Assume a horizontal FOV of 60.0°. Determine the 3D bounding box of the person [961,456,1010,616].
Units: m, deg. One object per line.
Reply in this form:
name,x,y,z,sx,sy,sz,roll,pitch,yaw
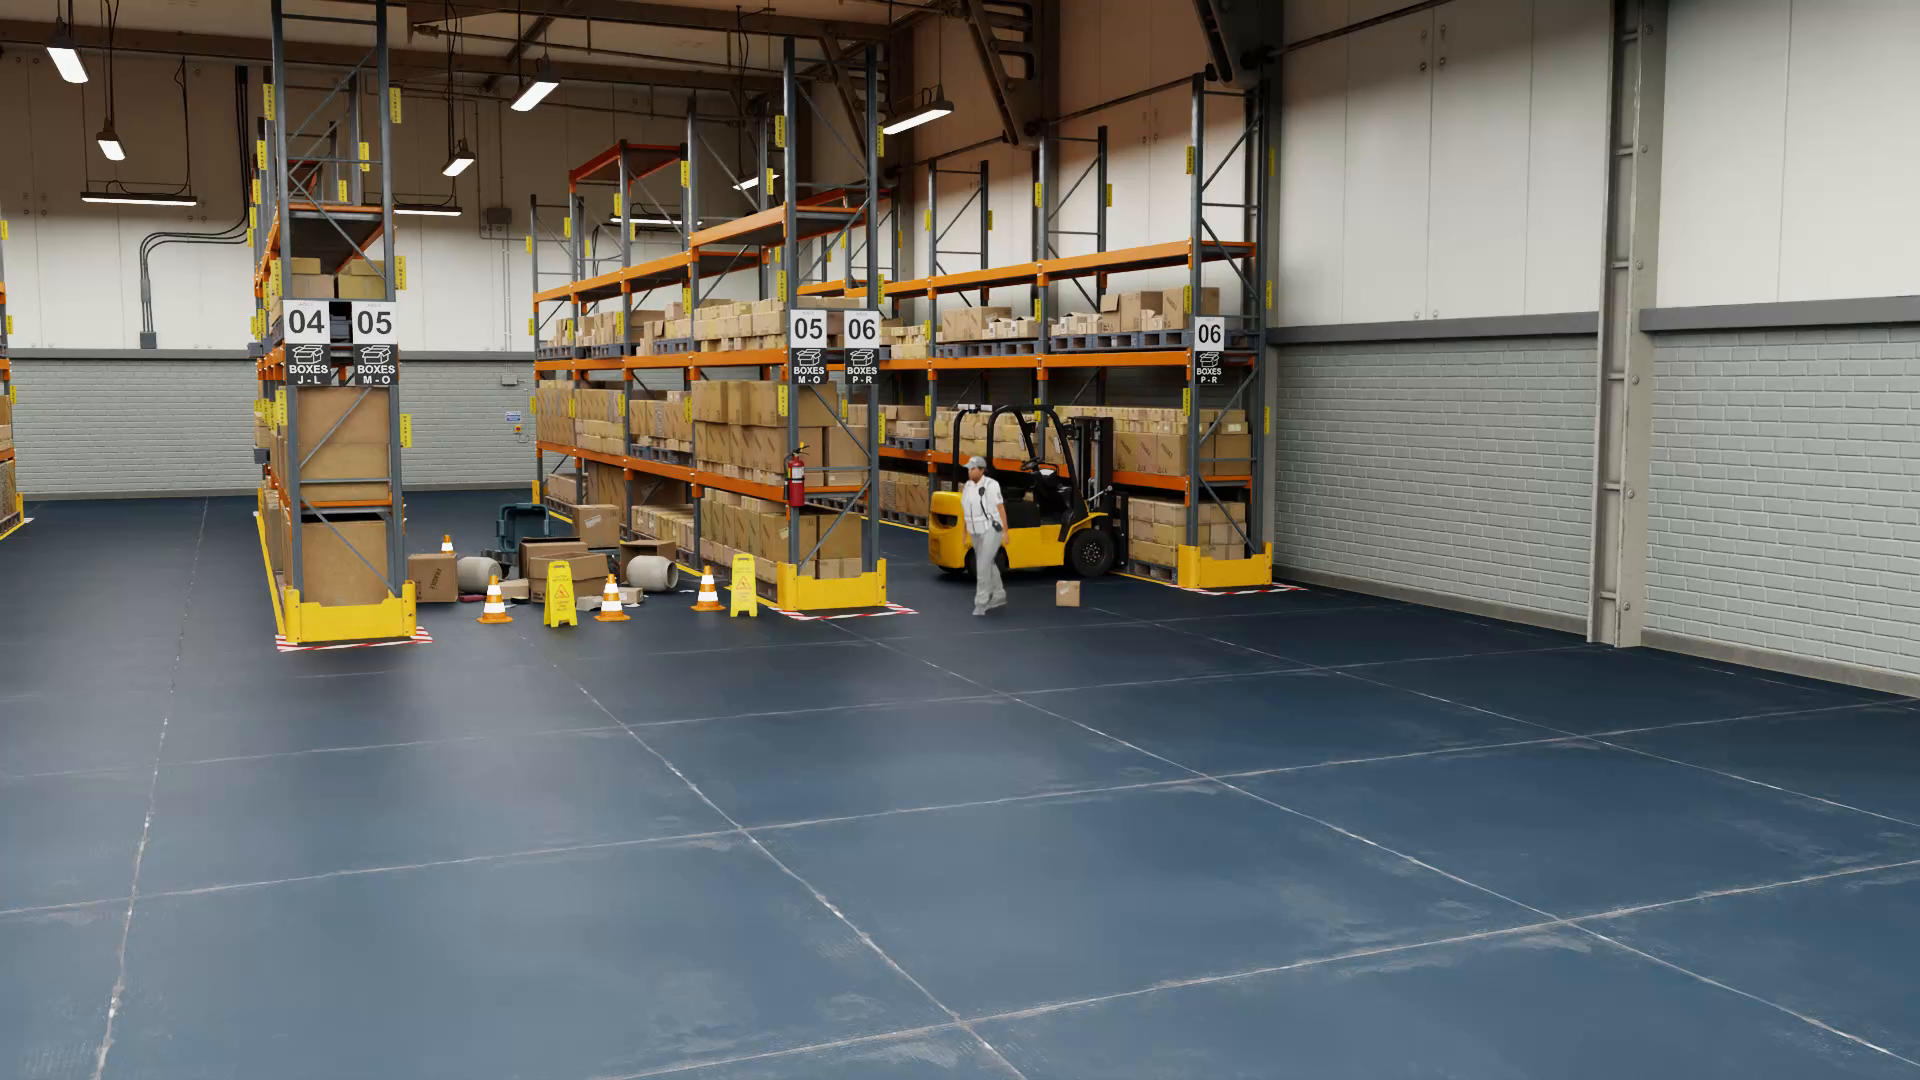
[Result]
person,0.254,-0.050,17.711,0.661,1.692,0.507,-5,7,-42
